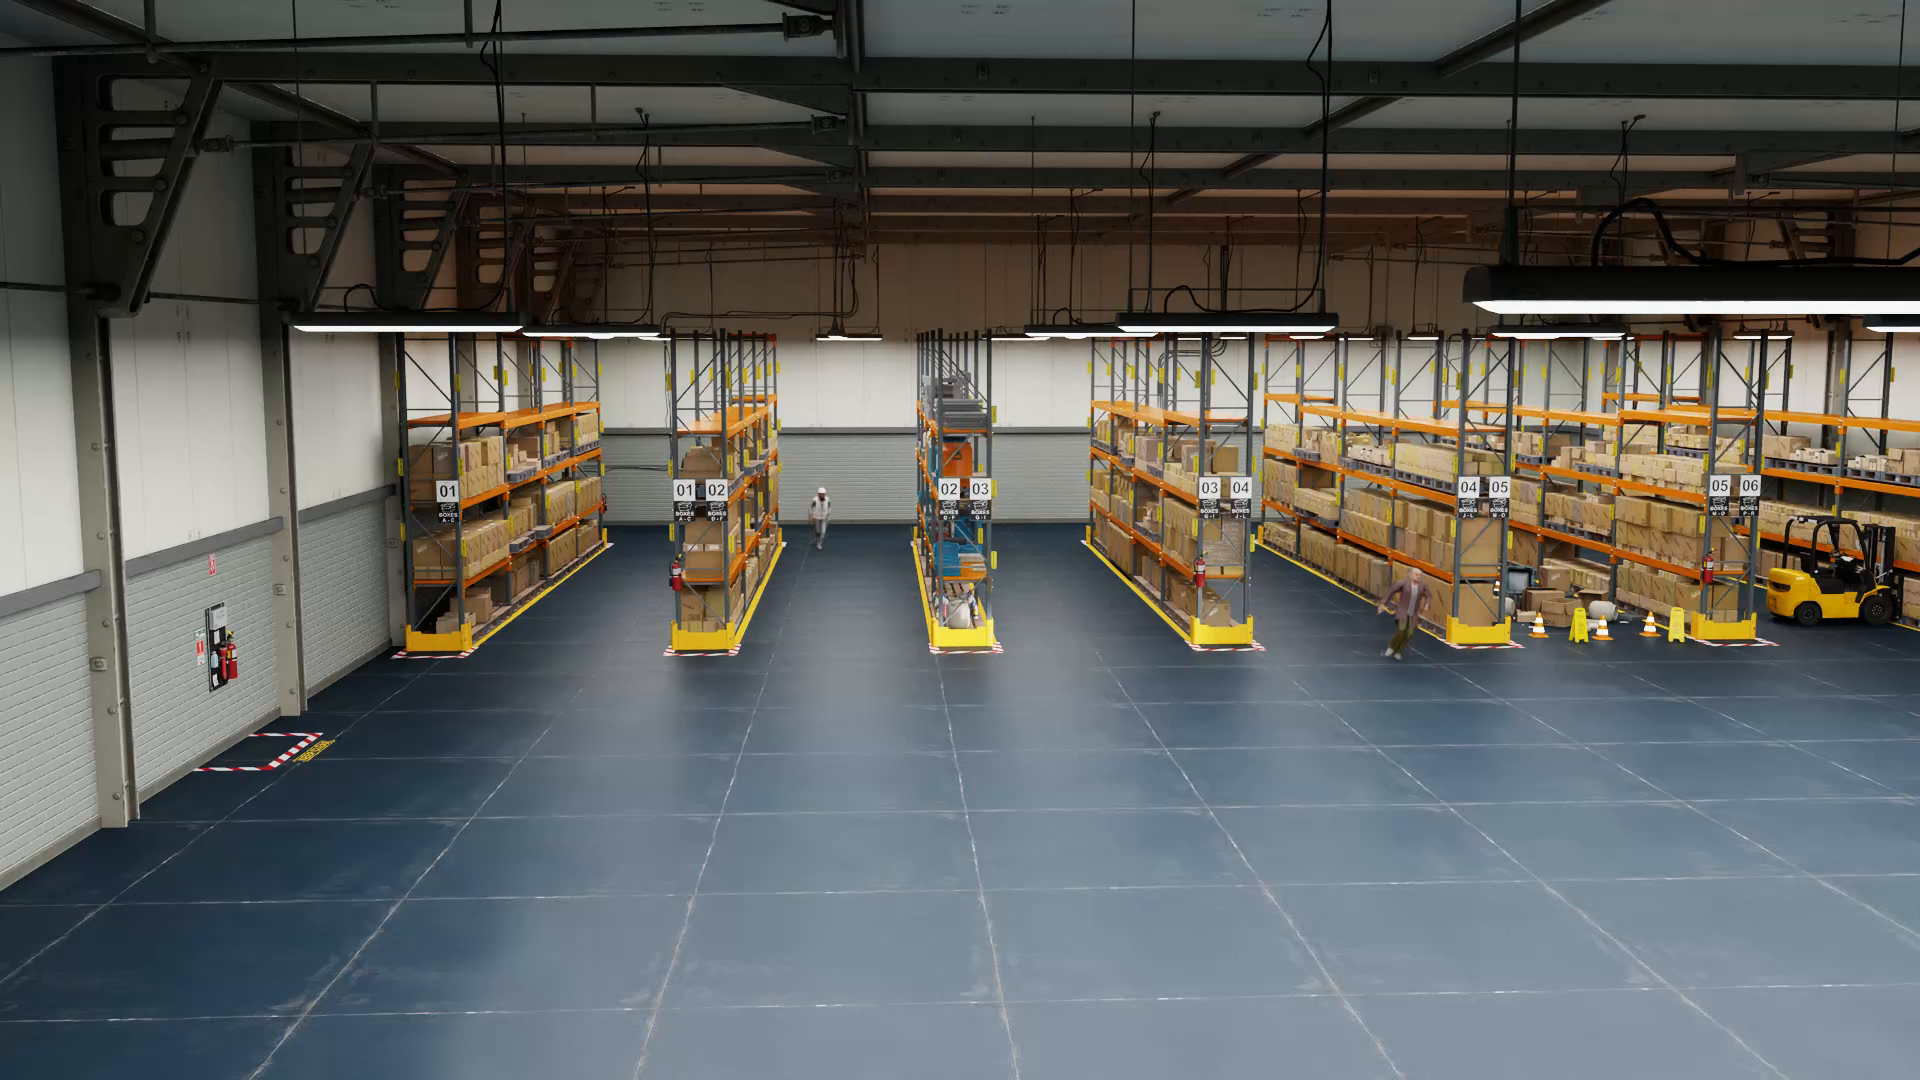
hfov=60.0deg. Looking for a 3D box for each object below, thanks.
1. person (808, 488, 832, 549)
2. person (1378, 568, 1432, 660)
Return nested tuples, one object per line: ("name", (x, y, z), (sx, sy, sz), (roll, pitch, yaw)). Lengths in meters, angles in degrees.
("person", (-3.921, -0.623, 46.732), (0.653, 1.710, 0.688), (-2, 7, -19))
("person", (8.160, 1.356, 30.245), (0.893, 1.703, 0.709), (-2, 7, -14))
